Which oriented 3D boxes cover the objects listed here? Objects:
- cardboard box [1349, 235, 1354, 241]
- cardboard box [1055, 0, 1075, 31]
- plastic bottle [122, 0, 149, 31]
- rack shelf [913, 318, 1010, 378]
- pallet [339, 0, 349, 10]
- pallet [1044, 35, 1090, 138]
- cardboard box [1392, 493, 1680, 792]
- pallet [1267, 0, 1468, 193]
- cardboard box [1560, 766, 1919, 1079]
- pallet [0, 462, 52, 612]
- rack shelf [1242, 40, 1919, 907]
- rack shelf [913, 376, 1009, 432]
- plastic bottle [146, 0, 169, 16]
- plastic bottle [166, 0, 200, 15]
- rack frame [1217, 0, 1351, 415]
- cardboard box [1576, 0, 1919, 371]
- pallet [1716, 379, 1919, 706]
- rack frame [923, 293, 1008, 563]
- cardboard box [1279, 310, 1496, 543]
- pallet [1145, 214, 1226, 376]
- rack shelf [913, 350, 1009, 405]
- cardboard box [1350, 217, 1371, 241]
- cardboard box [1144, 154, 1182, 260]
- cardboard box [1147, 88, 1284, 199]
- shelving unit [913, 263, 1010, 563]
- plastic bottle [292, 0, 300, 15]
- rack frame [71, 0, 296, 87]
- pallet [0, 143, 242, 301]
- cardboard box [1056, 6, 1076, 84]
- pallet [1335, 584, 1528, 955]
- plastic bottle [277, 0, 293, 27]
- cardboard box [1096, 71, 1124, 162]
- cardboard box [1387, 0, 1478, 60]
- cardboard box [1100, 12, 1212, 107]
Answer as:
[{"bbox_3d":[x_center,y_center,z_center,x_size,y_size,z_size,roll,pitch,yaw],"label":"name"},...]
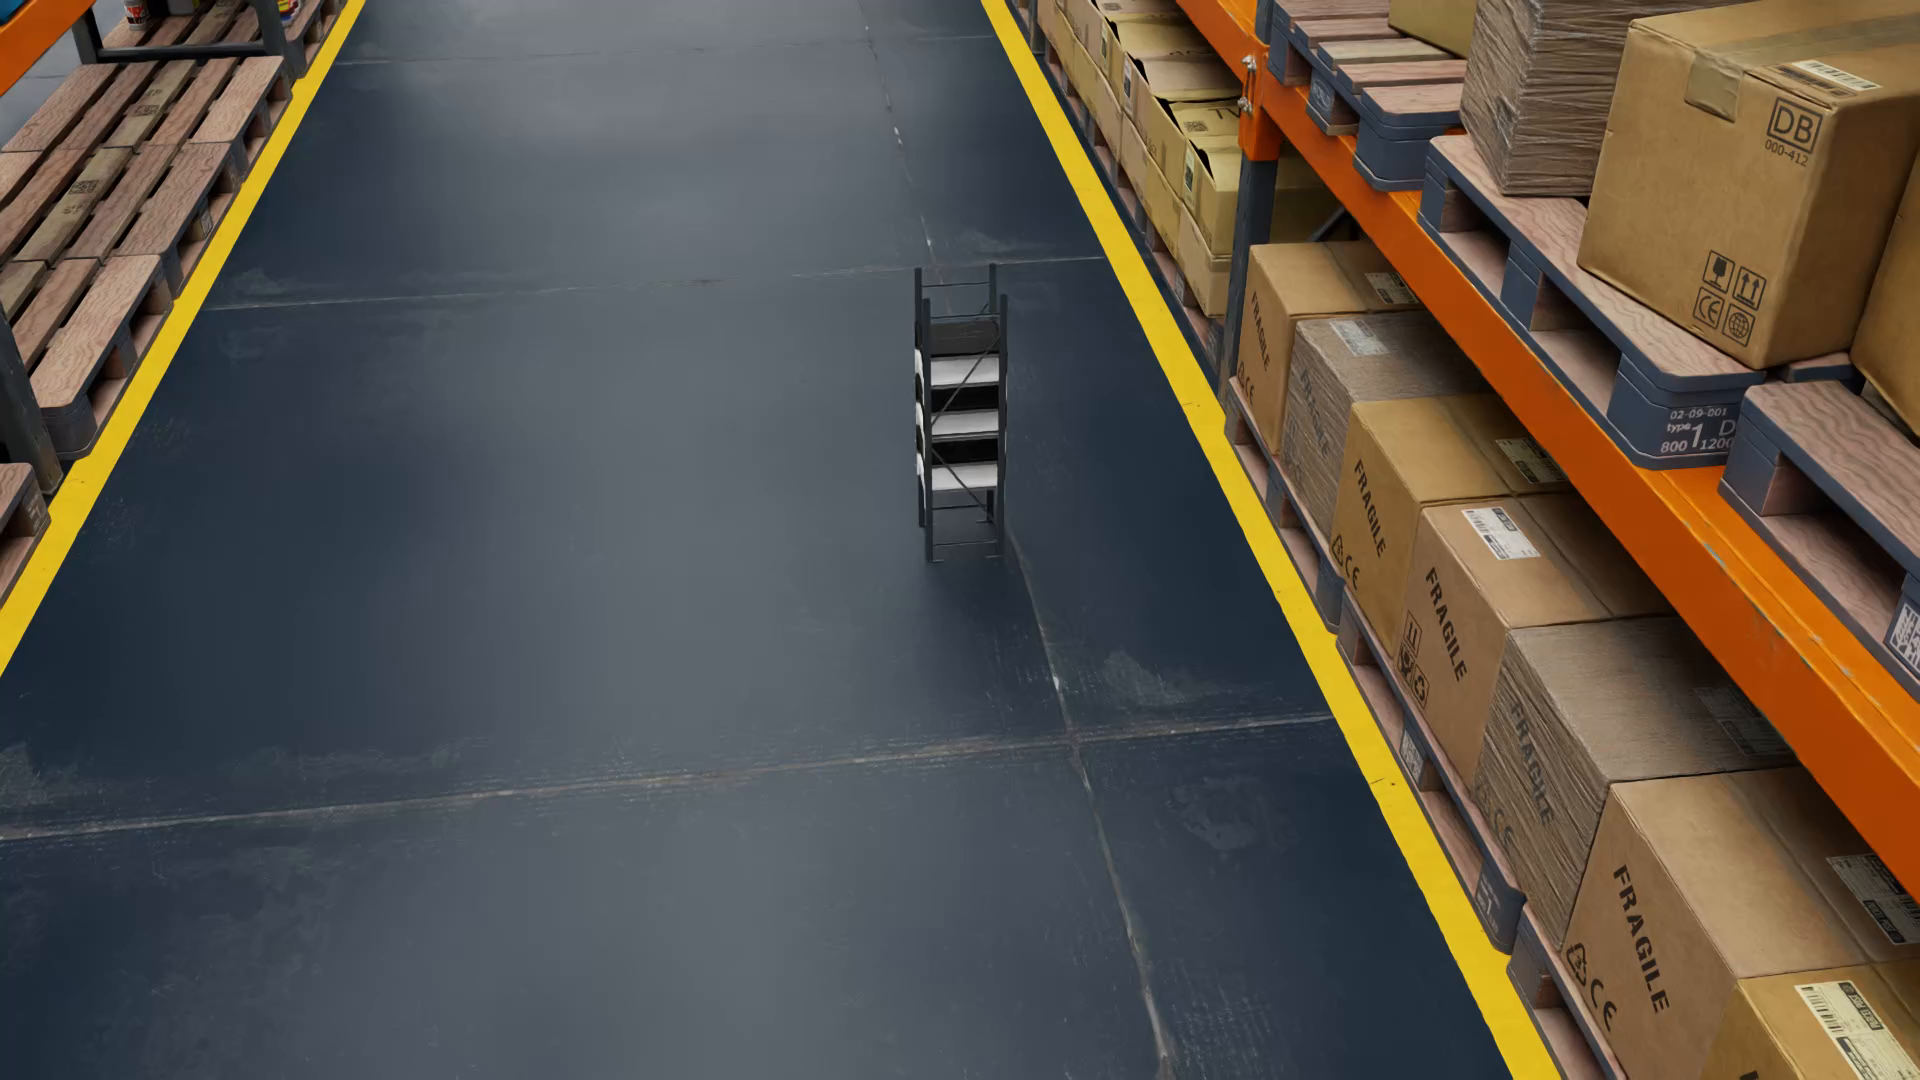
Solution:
[{"bbox_3d":[1.651,-1.102,6.272,0.500,0.250,0.500,-4,35,-7],"label":"cardboard box"},{"bbox_3d":[0.763,-2.722,8.151,0.500,0.311,0.500,-5,35,-7],"label":"cardboard box"},{"bbox_3d":[-4.374,-2.813,8.809,0.097,0.201,0.097,0,34,0],"label":"plastic bottle"},{"bbox_3d":[0.001,-0.563,4.857,0.258,0.077,0.200,-4,35,-6],"label":"rack shelf"},{"bbox_3d":[-4.233,-3.517,10.223,1.003,0.211,1.213,-4,35,-6],"label":"pallet"},{"bbox_3d":[1.030,-2.422,8.616,1.003,0.211,1.213,-4,35,-6],"label":"pallet"},{"bbox_3d":[1.422,0.240,4.064,0.500,0.500,0.500,-5,35,-8],"label":"cardboard box"},{"bbox_3d":[1.591,-1.298,4.661,1.213,0.211,1.003,-4,35,-6],"label":"pallet"},{"bbox_3d":[1.560,0.803,3.237,0.500,0.500,0.500,-4,35,-6],"label":"cardboard box"},{"bbox_3d":[-3.331,0.212,4.751,1.003,0.211,1.213,-4,35,-6],"label":"pallet"},{"bbox_3d":[1.699,-0.337,3.719,1.077,0.370,4.000,-4,35,-6],"label":"rack shelf"},{"bbox_3d":[0.001,-0.414,4.958,0.258,0.077,0.200,-4,35,-6],"label":"rack shelf"},{"bbox_3d":[-4.389,-3.034,9.000,0.144,0.351,0.185,-5,35,-8],"label":"plastic bottle"},{"bbox_3d":[-4.246,-3.045,9.016,0.144,0.351,0.185,-4,35,-6],"label":"plastic bottle"},{"bbox_3d":[1.430,-1.750,5.154,1.000,3.000,0.127,-4,35,-6],"label":"rack frame"},{"bbox_3d":[1.670,-0.714,3.172,0.700,0.500,0.500,-13,36,-18],"label":"cardboard box"},{"bbox_3d":[1.969,0.107,2.600,1.003,0.211,1.213,-4,35,-6],"label":"pallet"},{"bbox_3d":[0.015,-0.311,4.907,0.240,0.900,0.006,-4,35,-6],"label":"rack frame"},{"bbox_3d":[1.284,-0.332,4.902,0.500,0.500,0.500,-6,35,-8],"label":"cardboard box"},{"bbox_3d":[1.358,-1.060,6.618,1.003,0.211,1.213,-4,35,-6],"label":"pallet"},{"bbox_3d":[0.001,-0.489,4.907,0.258,0.077,0.200,-4,35,-6],"label":"rack shelf"},{"bbox_3d":[1.651,-1.334,6.114,0.500,0.311,0.500,-3,34,-5],"label":"cardboard box"},{"bbox_3d":[1.045,-1.350,6.636,0.500,0.250,0.500,-5,35,-7],"label":"cardboard box"},{"bbox_3d":[1.039,-1.582,6.479,0.500,0.311,0.500,-5,35,-7],"label":"cardboard box"},{"bbox_3d":[0.001,-0.367,4.990,0.258,0.900,0.210,-4,35,-6],"label":"shelving unit"},{"bbox_3d":[-3.652,-2.959,9.023,0.097,0.201,0.097,0,34,0],"label":"plastic bottle"},{"bbox_3d":[-4.016,-3.609,7.882,1.000,3.000,0.127,-4,35,-6],"label":"rack frame"},{"bbox_3d":[-3.705,-1.339,7.028,1.003,0.211,1.213,-4,35,-6],"label":"pallet"},{"bbox_3d":[0.769,-2.490,8.309,0.500,0.250,0.500,-4,34,-5],"label":"cardboard box"},{"bbox_3d":[1.654,0.501,4.327,1.003,0.211,1.213,-4,35,-6],"label":"pallet"},{"bbox_3d":[-3.625,-2.875,8.837,0.097,0.271,0.097,0,34,0],"label":"plastic bottle"},{"bbox_3d":[0.908,-1.918,7.469,0.500,0.250,0.500,-4,34,-5],"label":"cardboard box"},{"bbox_3d":[1.627,-1.622,4.505,0.700,0.500,0.500,-16,37,-22],"label":"cardboard box"},{"bbox_3d":[0.909,-2.144,7.303,0.500,0.311,0.500,-3,34,-5],"label":"cardboard box"}]
